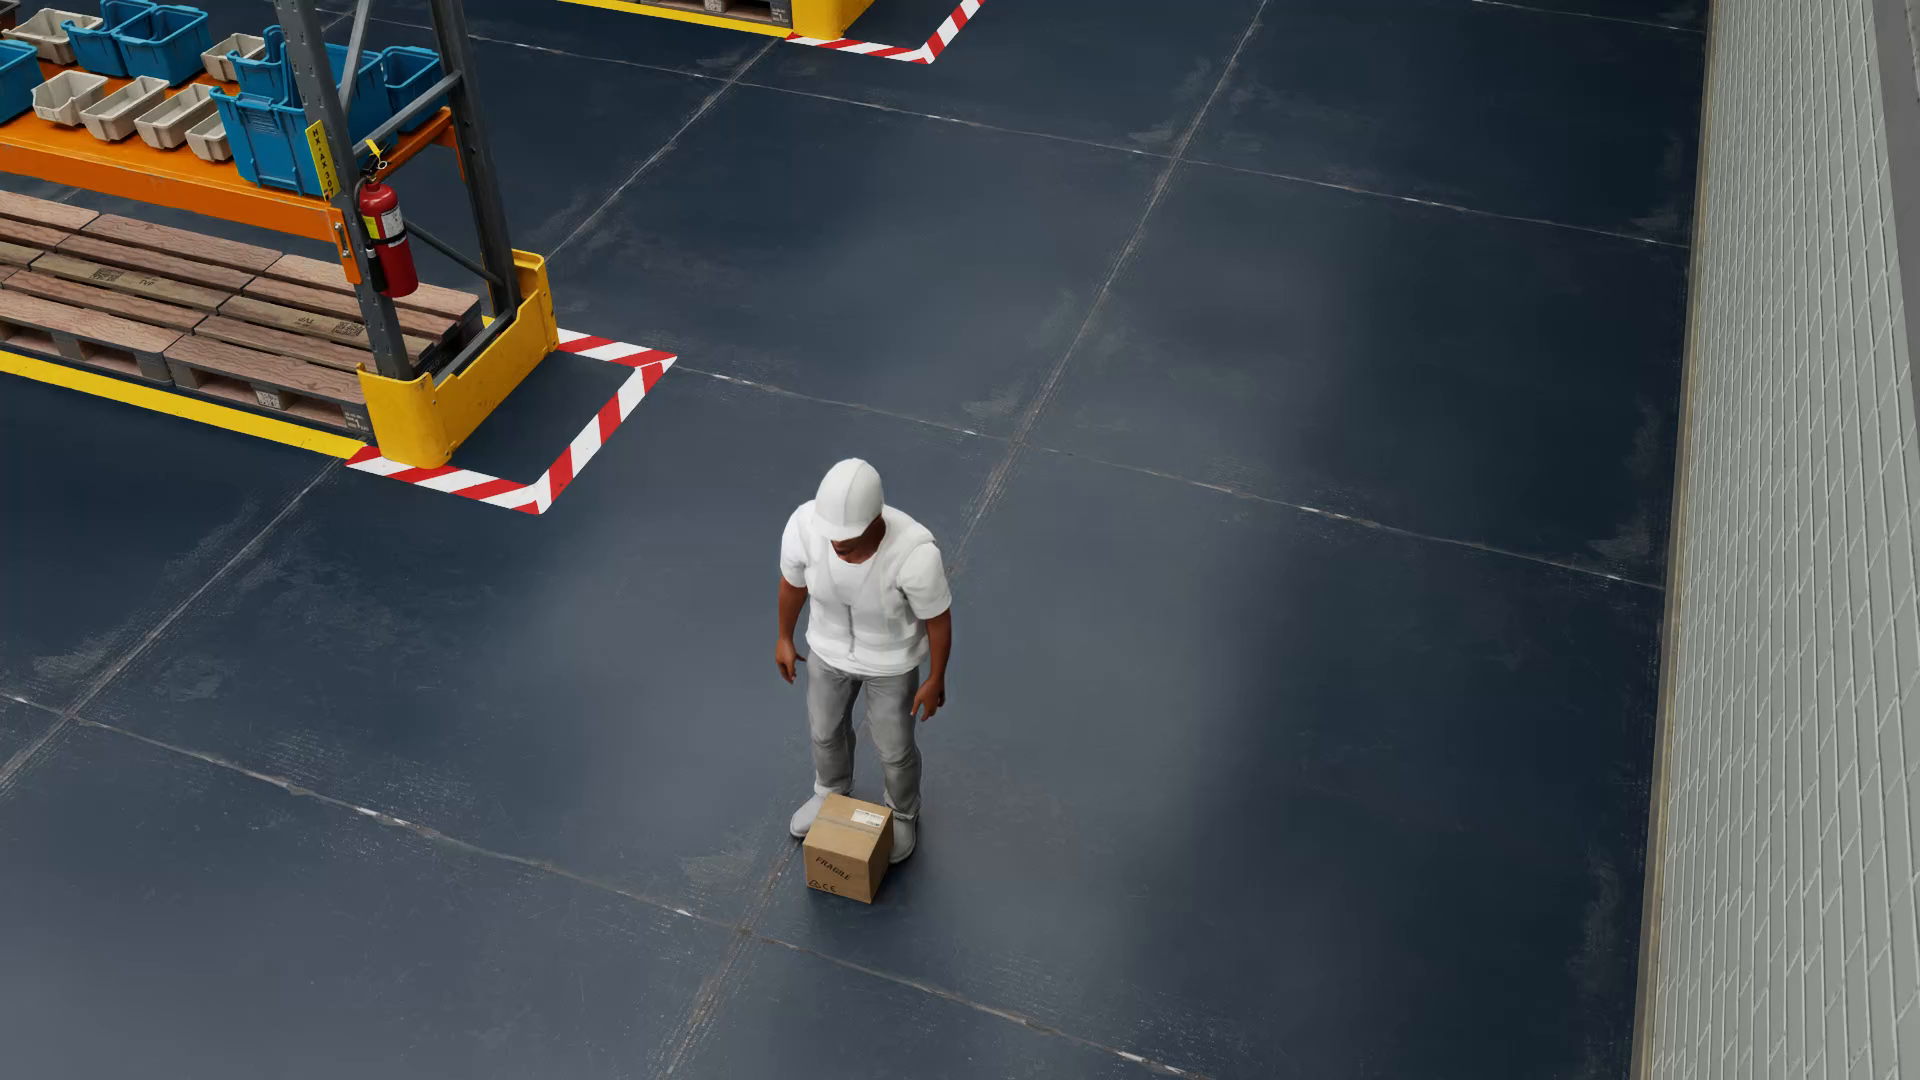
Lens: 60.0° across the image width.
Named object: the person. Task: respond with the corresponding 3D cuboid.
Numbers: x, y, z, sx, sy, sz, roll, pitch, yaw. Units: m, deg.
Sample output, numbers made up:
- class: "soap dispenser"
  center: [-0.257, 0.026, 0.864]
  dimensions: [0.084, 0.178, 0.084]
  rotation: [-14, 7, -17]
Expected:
- class: "person"
  center: [-0.337, 0.401, 5.687]
  dimensions: [0.628, 1.761, 0.457]
  rotation: [14, 43, 15]
